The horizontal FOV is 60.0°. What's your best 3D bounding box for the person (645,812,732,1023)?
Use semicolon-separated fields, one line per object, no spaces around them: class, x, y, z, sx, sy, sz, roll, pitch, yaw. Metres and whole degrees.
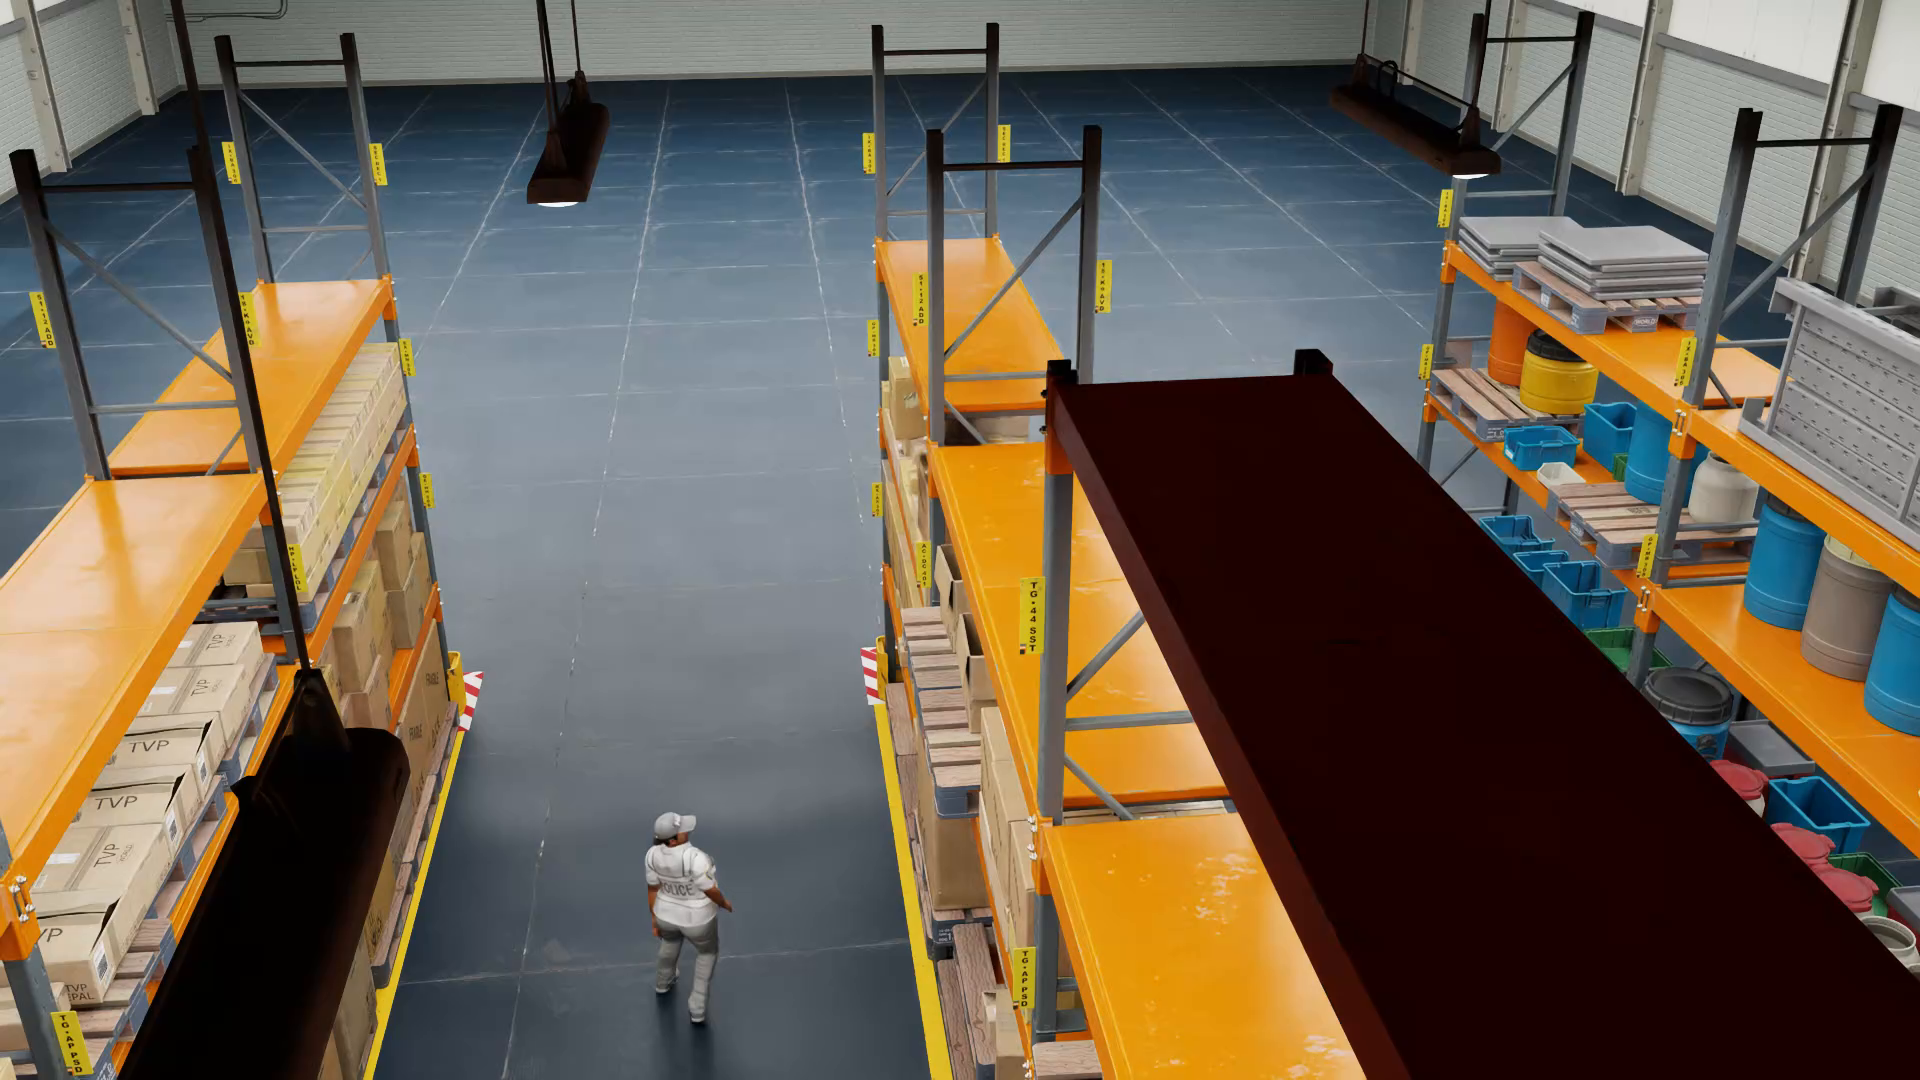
person;-1.891;2.522;11.380;0.617;1.646;0.518;8;27;16
